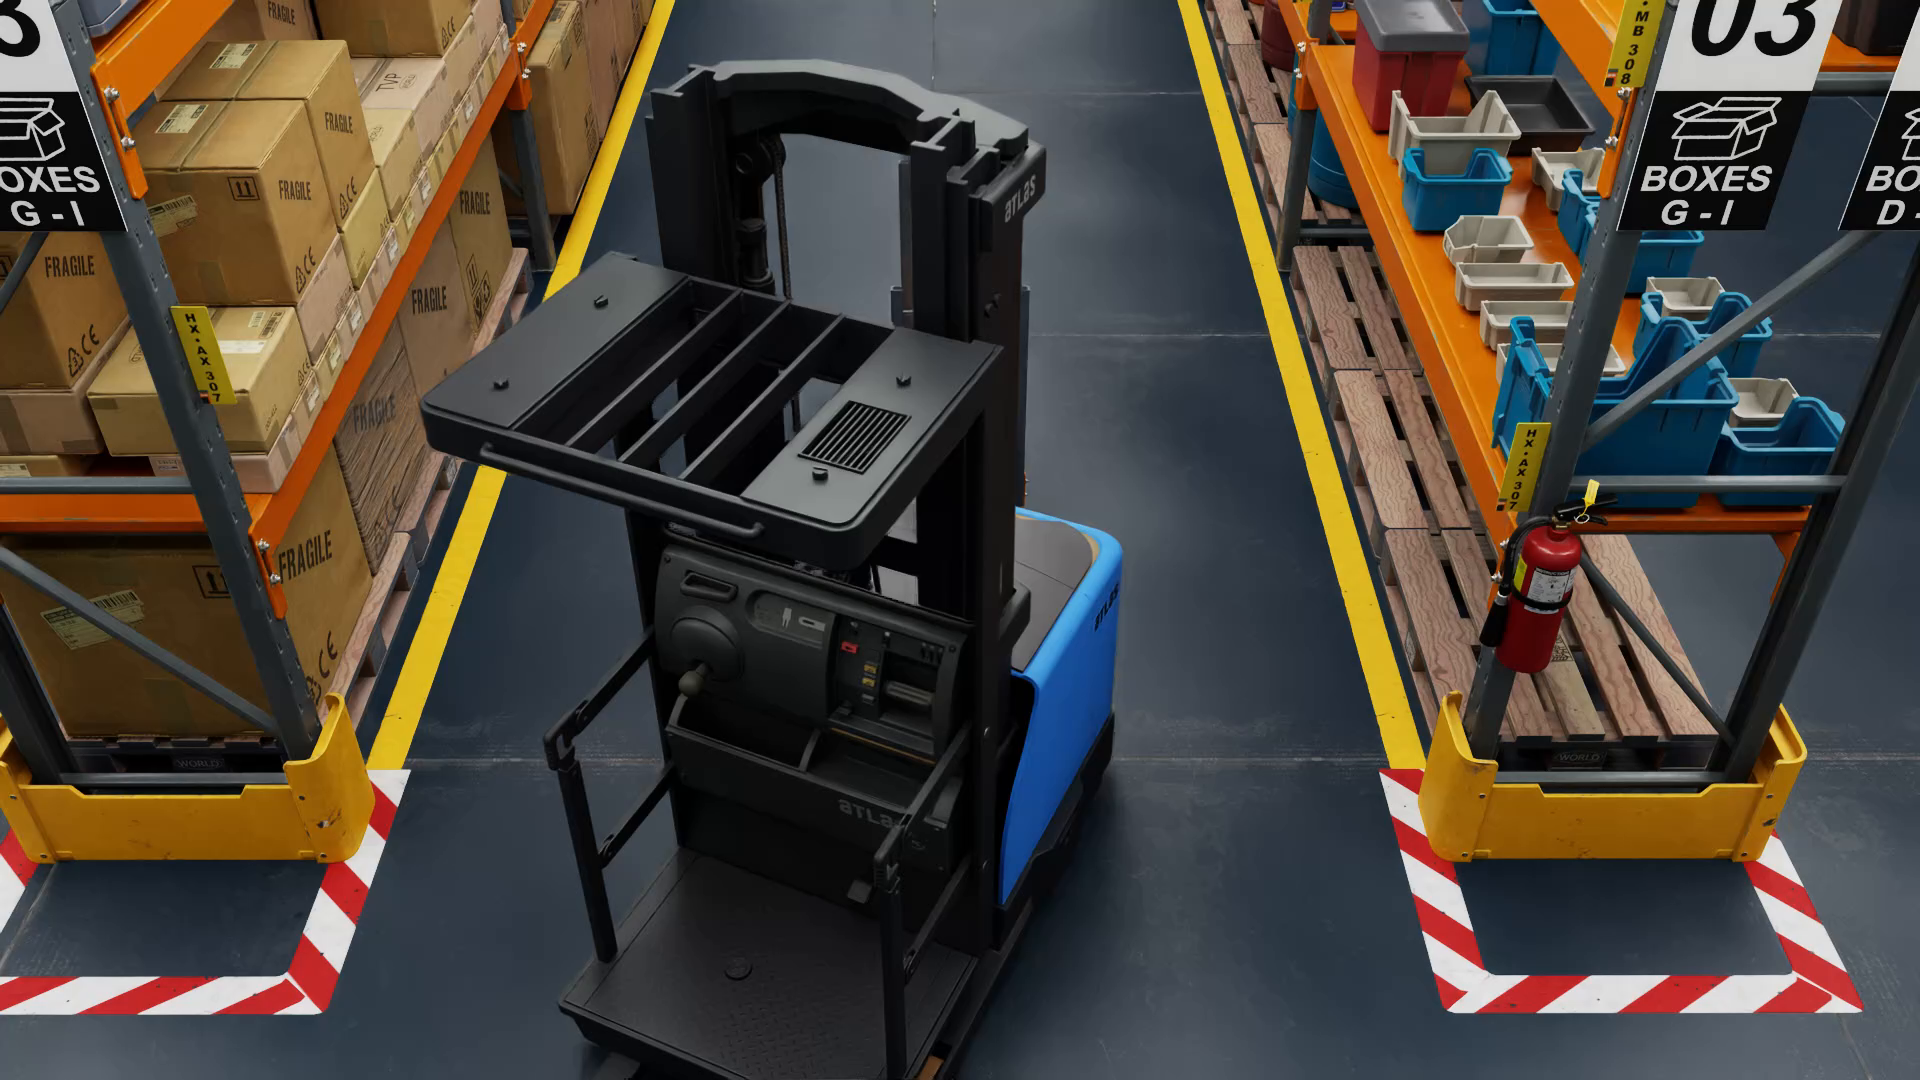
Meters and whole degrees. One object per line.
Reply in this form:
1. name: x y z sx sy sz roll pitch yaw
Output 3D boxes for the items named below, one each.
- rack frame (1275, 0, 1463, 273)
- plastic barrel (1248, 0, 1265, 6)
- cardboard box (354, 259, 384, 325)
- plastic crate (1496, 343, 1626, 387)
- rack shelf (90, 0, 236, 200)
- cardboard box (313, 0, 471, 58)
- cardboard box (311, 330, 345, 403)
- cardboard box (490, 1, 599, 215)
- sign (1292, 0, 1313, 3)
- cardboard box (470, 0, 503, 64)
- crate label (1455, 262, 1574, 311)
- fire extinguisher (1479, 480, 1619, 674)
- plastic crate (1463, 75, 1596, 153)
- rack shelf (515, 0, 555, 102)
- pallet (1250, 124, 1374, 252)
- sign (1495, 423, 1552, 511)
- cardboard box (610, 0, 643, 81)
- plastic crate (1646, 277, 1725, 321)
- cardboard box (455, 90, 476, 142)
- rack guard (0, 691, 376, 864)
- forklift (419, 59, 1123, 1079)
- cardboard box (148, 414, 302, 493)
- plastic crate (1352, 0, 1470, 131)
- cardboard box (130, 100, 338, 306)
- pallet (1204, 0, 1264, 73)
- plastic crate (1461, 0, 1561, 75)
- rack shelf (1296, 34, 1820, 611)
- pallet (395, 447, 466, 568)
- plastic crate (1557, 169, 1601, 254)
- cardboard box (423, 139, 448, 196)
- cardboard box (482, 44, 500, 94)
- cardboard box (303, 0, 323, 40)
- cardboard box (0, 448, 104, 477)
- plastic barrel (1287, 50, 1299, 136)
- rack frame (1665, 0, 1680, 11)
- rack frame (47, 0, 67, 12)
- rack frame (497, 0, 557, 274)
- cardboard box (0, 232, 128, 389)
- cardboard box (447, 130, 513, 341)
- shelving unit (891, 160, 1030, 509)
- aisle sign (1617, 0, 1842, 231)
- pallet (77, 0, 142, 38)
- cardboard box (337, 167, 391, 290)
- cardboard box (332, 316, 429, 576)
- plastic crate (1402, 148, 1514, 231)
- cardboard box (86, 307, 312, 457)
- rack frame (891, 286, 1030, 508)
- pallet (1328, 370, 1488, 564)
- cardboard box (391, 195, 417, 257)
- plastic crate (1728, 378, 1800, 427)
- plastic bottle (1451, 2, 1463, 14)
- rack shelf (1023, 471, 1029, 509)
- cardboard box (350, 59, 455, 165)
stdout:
1. rack frame: 2.235 -2.664 8.176 1.000 3.000 0.127 0 39 0
2. plastic barrel: 2.248 -4.177 11.463 0.600 0.830 0.708 0 39 0
3. cardboard box: -2.387 -0.926 6.208 0.380 0.149 0.250 -1 39 -1
4. plastic crate: 2.058 -0.593 5.754 0.396 0.136 0.243 0 39 0
5. rack shelf: -2.716 -2.300 5.898 1.077 0.370 4.000 0 39 0
6. cardboard box: -2.454 -2.410 7.141 0.500 0.500 0.500 0 39 0
7. cardboard box: -2.386 -0.604 5.806 0.380 0.149 0.250 -1 39 -1
8. cardboard box: -2.739 -2.396 9.204 1.225 0.875 0.875 0 39 0
9. sign: 1.685 -2.773 8.090 0.100 0.325 0.005 0 39 0
10. cardboard box: -2.455 -2.442 7.781 0.500 0.250 0.500 -1 39 -1
11. crate label: 2.047 -0.948 6.198 0.396 0.136 0.243 0 39 0
12. fire extinguisher: 1.785 0.108 5.077 0.296 0.674 0.183 0 39 0
13. plastic crate: 2.505 -1.880 7.370 0.437 0.125 0.590 0 39 0
14. rack shelf: -2.720 -3.631 9.957 1.077 0.370 4.000 0 39 0
15. pallet: 2.276 -2.059 9.650 1.003 0.211 1.213 0 39 0
16. sign: 1.690 -0.216 4.990 0.100 0.325 0.005 0 39 0
17. cardboard box: -2.749 -3.508 10.592 1.225 0.875 0.875 0 39 0
18. plastic crate: 2.650 -0.863 6.091 0.250 0.136 0.298 0 39 0
19. cardboard box: -2.389 -1.890 7.410 0.380 0.149 0.250 1 39 1
20. rack guard: -2.713 0.831 5.813 1.175 0.500 0.348 0 39 0
21. forklift: -0.518 0.388 4.423 1.130 2.935 3.031 16 41 19
22. cardboard box: -2.384 -0.283 5.406 0.380 0.149 0.250 0 39 0
23. plastic crate: 1.985 -2.154 7.440 0.402 0.464 0.583 0 39 0
24. cardboard box: -2.444 -1.122 5.534 0.500 0.500 0.500 -1 39 -1
25. pallet: 2.273 -3.584 11.554 1.003 0.211 1.213 0 39 0
26. plastic crate: 2.577 -2.390 7.798 0.392 0.384 0.575 0 39 0
27. rack shelf: 2.237 -1.133 6.840 1.077 0.370 4.000 0 39 0
28. pallet: -2.791 -0.332 7.495 1.003 0.211 1.213 0 39 0
29. plastic crate: 2.567 -1.287 6.543 0.416 0.233 0.300 0 39 0
30. cardboard box: -2.388 -1.568 7.009 0.380 0.149 0.250 -1 39 -1
31. cardboard box: -2.389 -2.211 7.811 0.380 0.149 0.250 1 39 1
32. cardboard box: -2.980 -2.403 7.132 0.500 0.500 0.500 0 39 0
33. cardboard box: -3.043 -0.284 5.406 0.380 0.149 0.250 1 39 1
34. plastic barrel: 2.251 -2.792 9.678 0.600 0.901 0.708 0 39 0
35. rack frame: 2.240 -2.504 3.178 1.000 3.000 0.127 0 39 0
36. rack frame: -2.713 -2.500 3.174 1.000 3.000 0.127 0 39 0
37. rack frame: -2.718 -2.661 8.171 1.000 3.000 0.127 0 39 0
38. cardboard box: -2.977 -0.814 5.149 0.500 0.500 0.500 0 39 1
39. cardboard box: -2.797 -1.583 8.189 0.875 0.875 0.875 0 39 0
40. shelving unit: 0.000 -0.633 6.840 0.587 1.500 1.083 0 39 0
41. aisle sign: 1.947 -1.132 4.185 0.394 0.787 0.004 0 39 0
42. pallet: -2.725 -1.759 4.719 1.003 0.211 1.213 0 39 0
43. cardboard box: -2.448 -1.156 6.176 0.500 0.250 0.500 -1 39 -2
44. cardboard box: -2.795 -0.463 6.793 0.875 0.875 0.875 0 39 0
45. plastic crate: 1.981 -1.405 6.690 0.416 0.233 0.300 0 39 0
46. cardboard box: -2.444 -0.517 5.379 0.500 0.250 0.500 -1 39 -1
47. rack frame: 0.000 -0.321 6.451 0.500 1.500 0.032 0 39 0
48. pallet: 2.279 -0.351 7.520 1.003 0.211 1.213 0 39 0
49. cardboard box: -2.387 -1.245 6.606 0.380 0.149 0.250 -1 39 -1
50. plastic crate: 2.651 -0.439 5.561 0.250 0.136 0.298 0 39 0
51. plastic bottle: 2.559 -2.891 8.498 0.144 0.351 0.185 0 39 0
52. rack shelf: 0.000 -0.498 6.960 0.538 0.185 1.000 0 39 0
53. cardboard box: -2.451 -1.799 6.979 0.500 0.250 0.500 1 39 1
